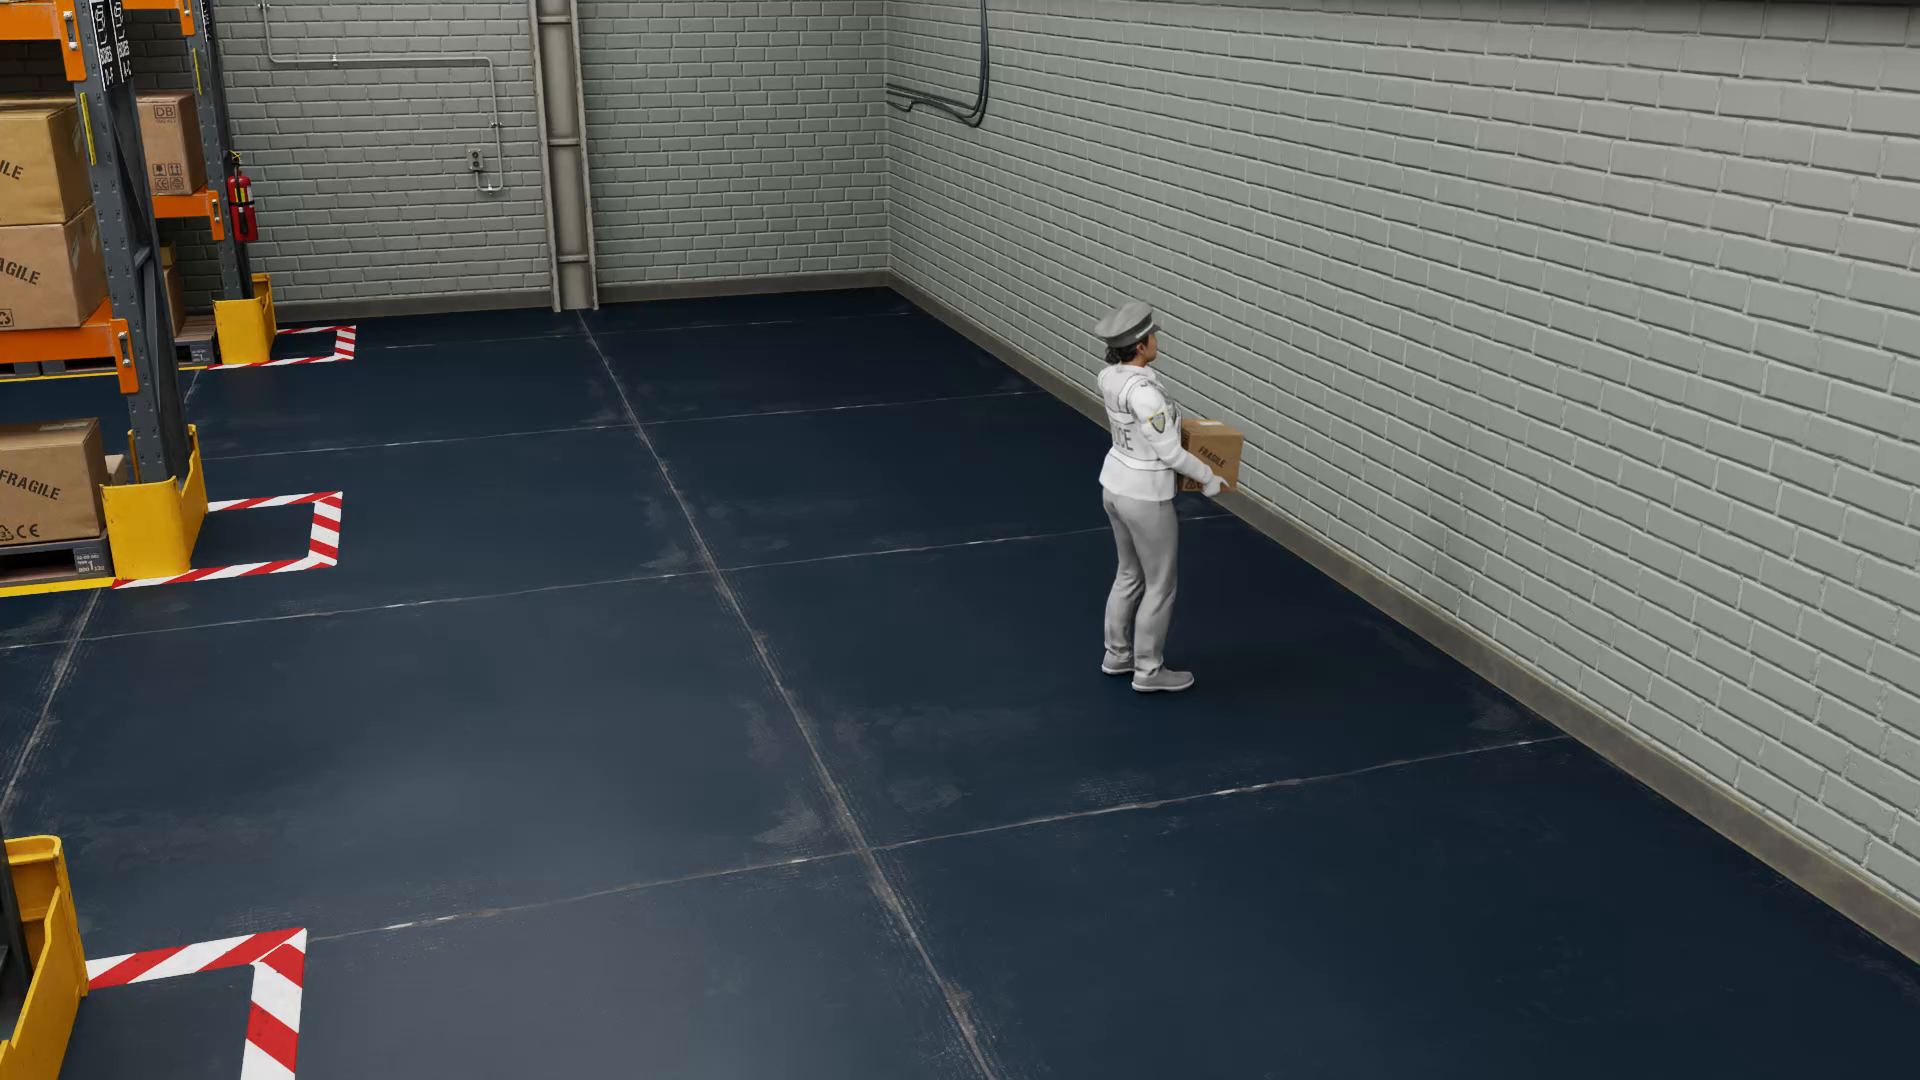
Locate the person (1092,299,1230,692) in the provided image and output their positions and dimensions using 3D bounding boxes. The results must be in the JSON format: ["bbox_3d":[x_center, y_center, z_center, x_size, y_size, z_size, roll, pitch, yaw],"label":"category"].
[{"bbox_3d":[0.826,-0.185,7.054,0.555,1.687,0.456,-6,20,-17],"label":"person"}]
